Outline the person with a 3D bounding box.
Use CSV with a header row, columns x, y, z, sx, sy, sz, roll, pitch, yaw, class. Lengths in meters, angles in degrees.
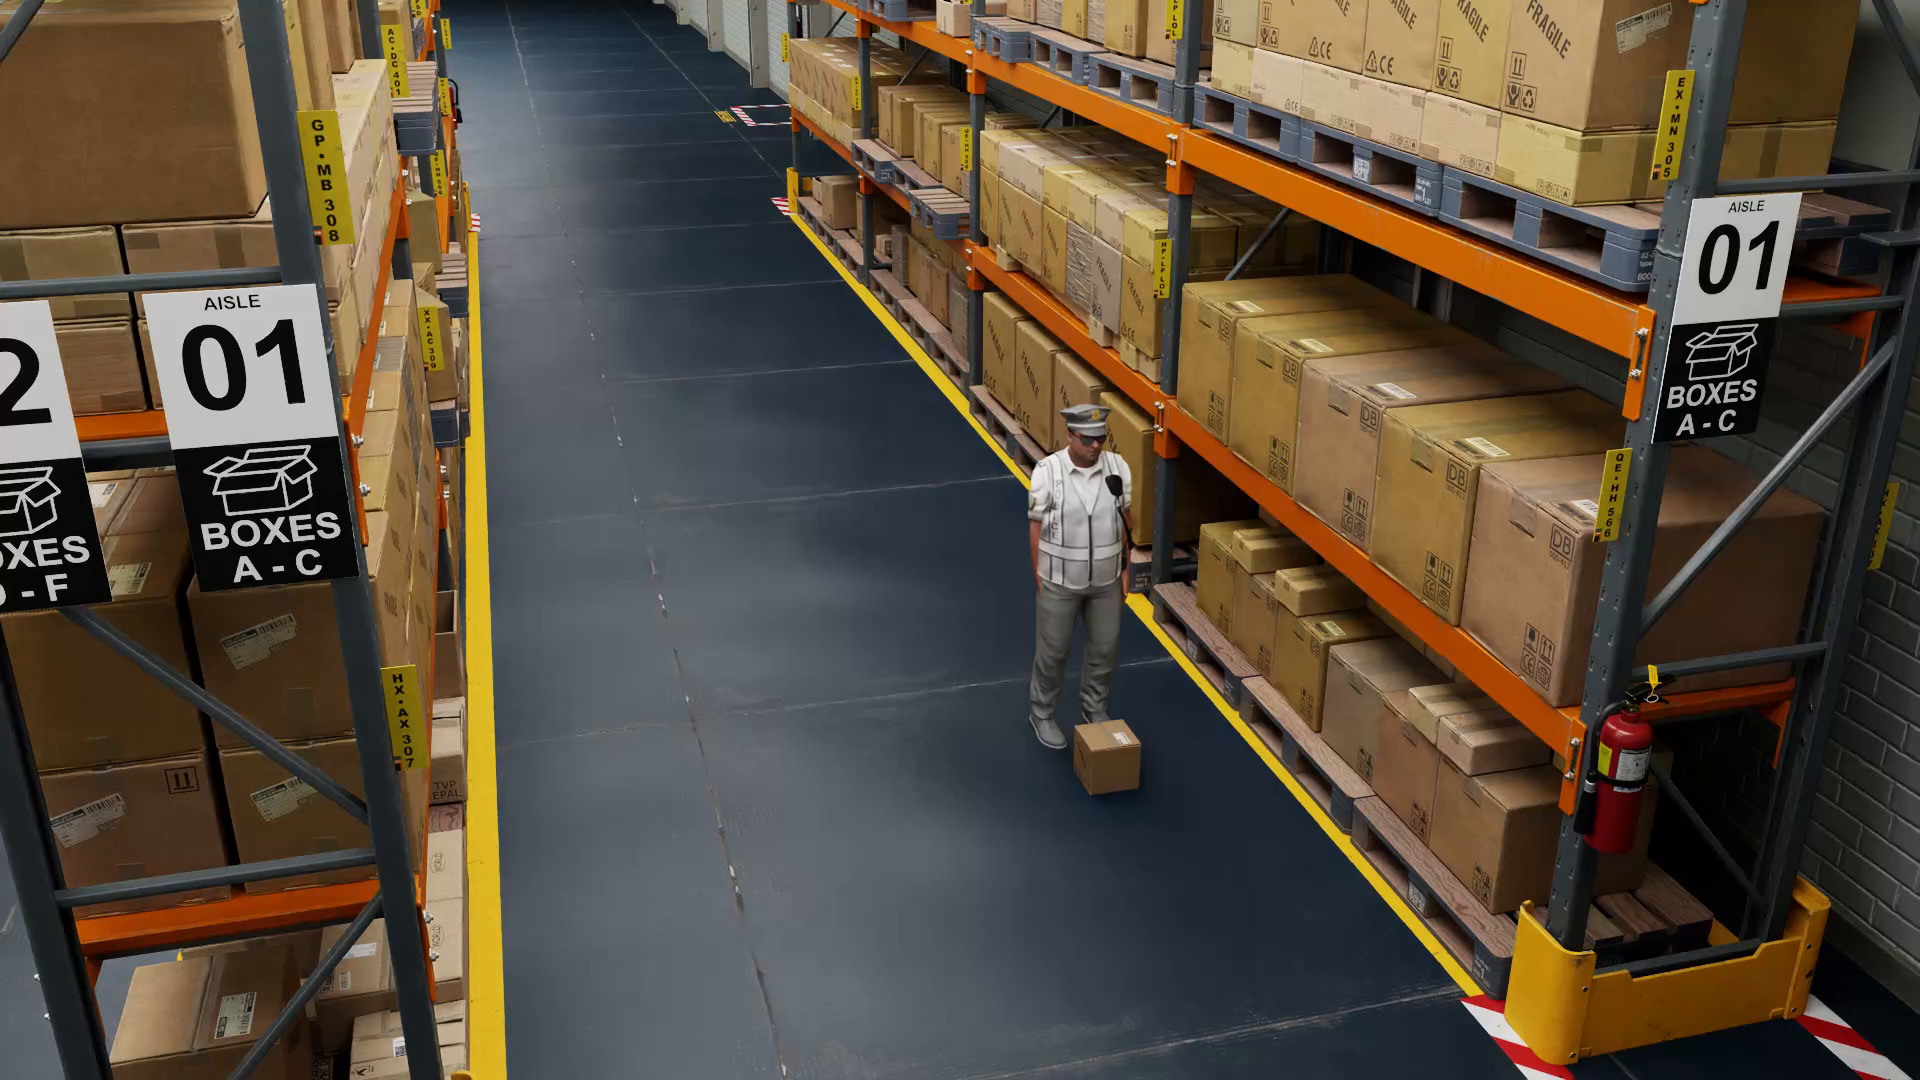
x,y,z,sx,sy,sz,roll,pitch,yaw,class
0.603,0.177,8.181,0.527,1.766,0.393,-6,23,-13,person
